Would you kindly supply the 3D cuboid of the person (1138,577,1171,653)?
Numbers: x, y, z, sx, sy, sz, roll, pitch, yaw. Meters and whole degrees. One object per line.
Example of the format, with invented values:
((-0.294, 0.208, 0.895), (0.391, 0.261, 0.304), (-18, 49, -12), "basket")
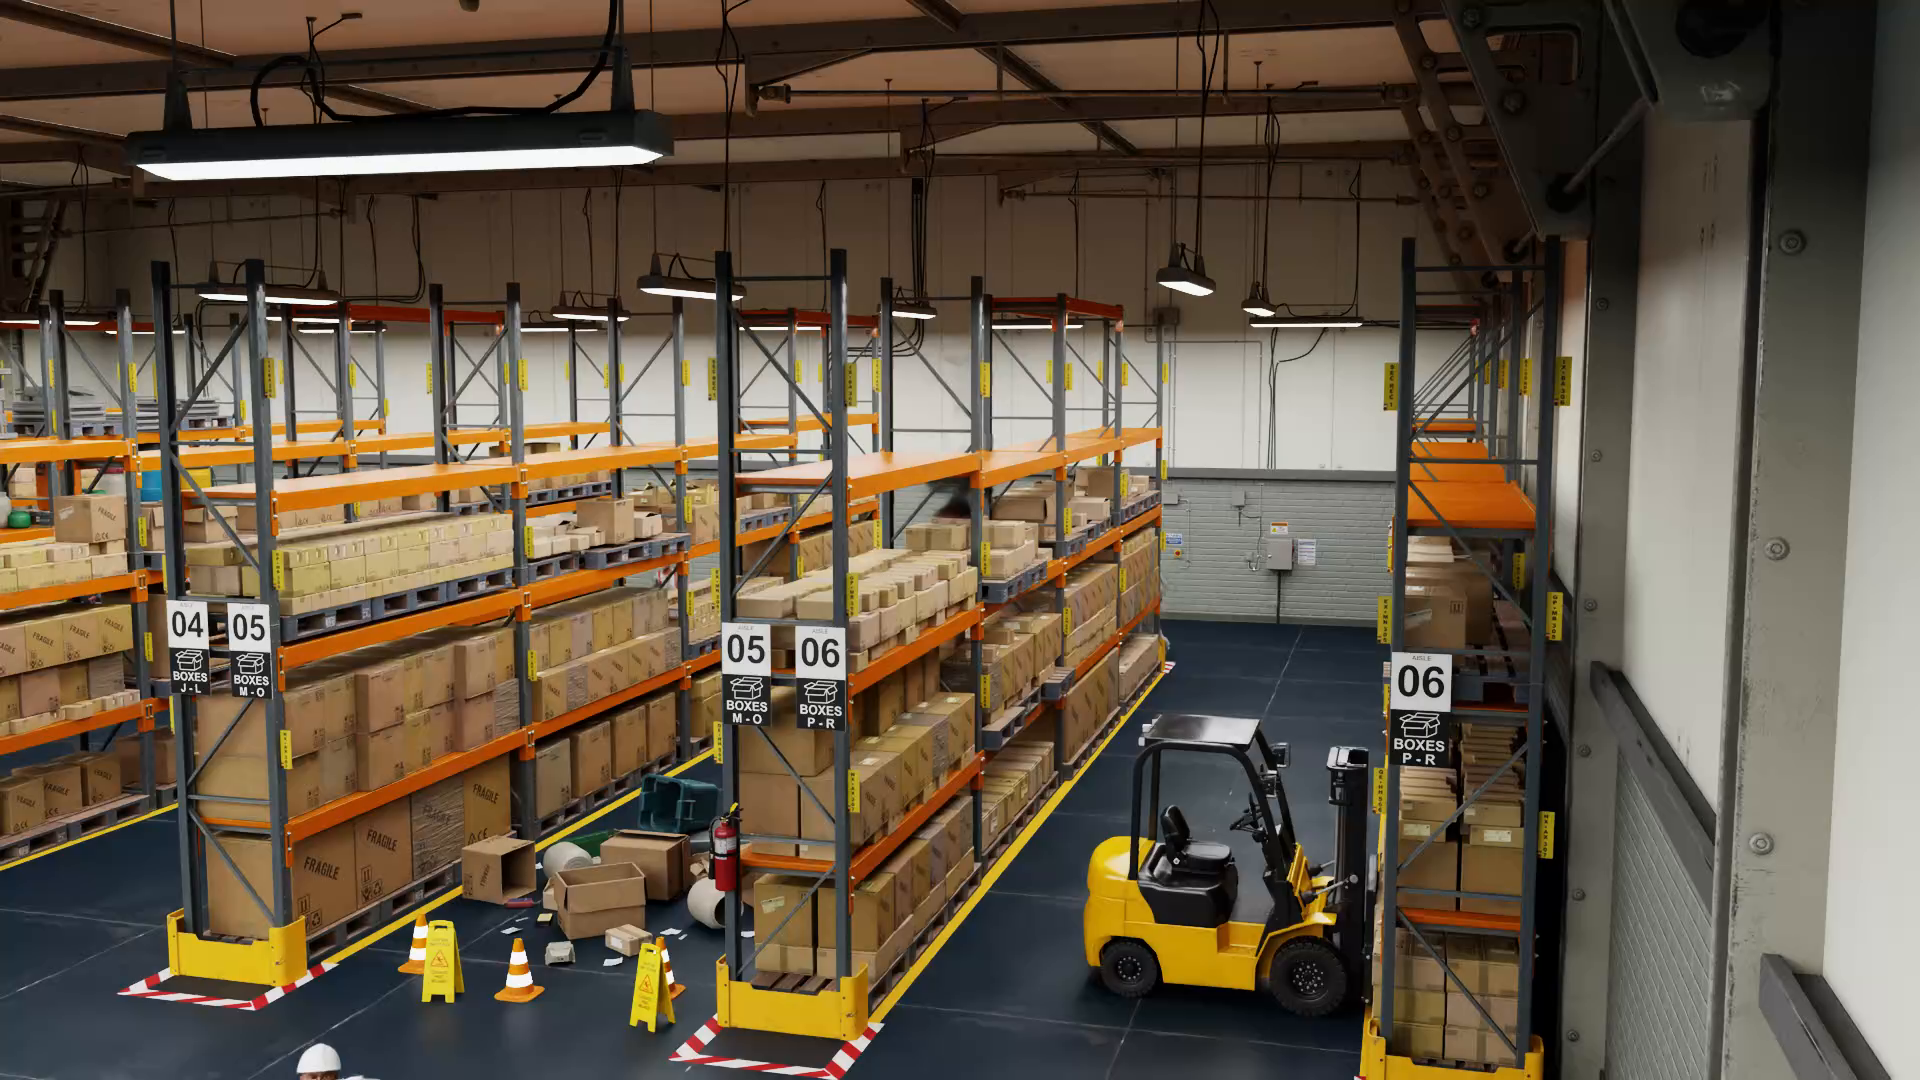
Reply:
((3.274, 1.149, 29.457), (0.672, 1.725, 0.995), (-6, 8, -44), "person")

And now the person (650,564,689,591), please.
((-5.198, 1.141, 29.709), (0.670, 1.765, 0.960), (0, 6, 3), "person")

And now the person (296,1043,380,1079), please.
((-3.189, 3.405, 8.506), (0.730, 1.724, 0.659), (-2, 6, -17), "person")
